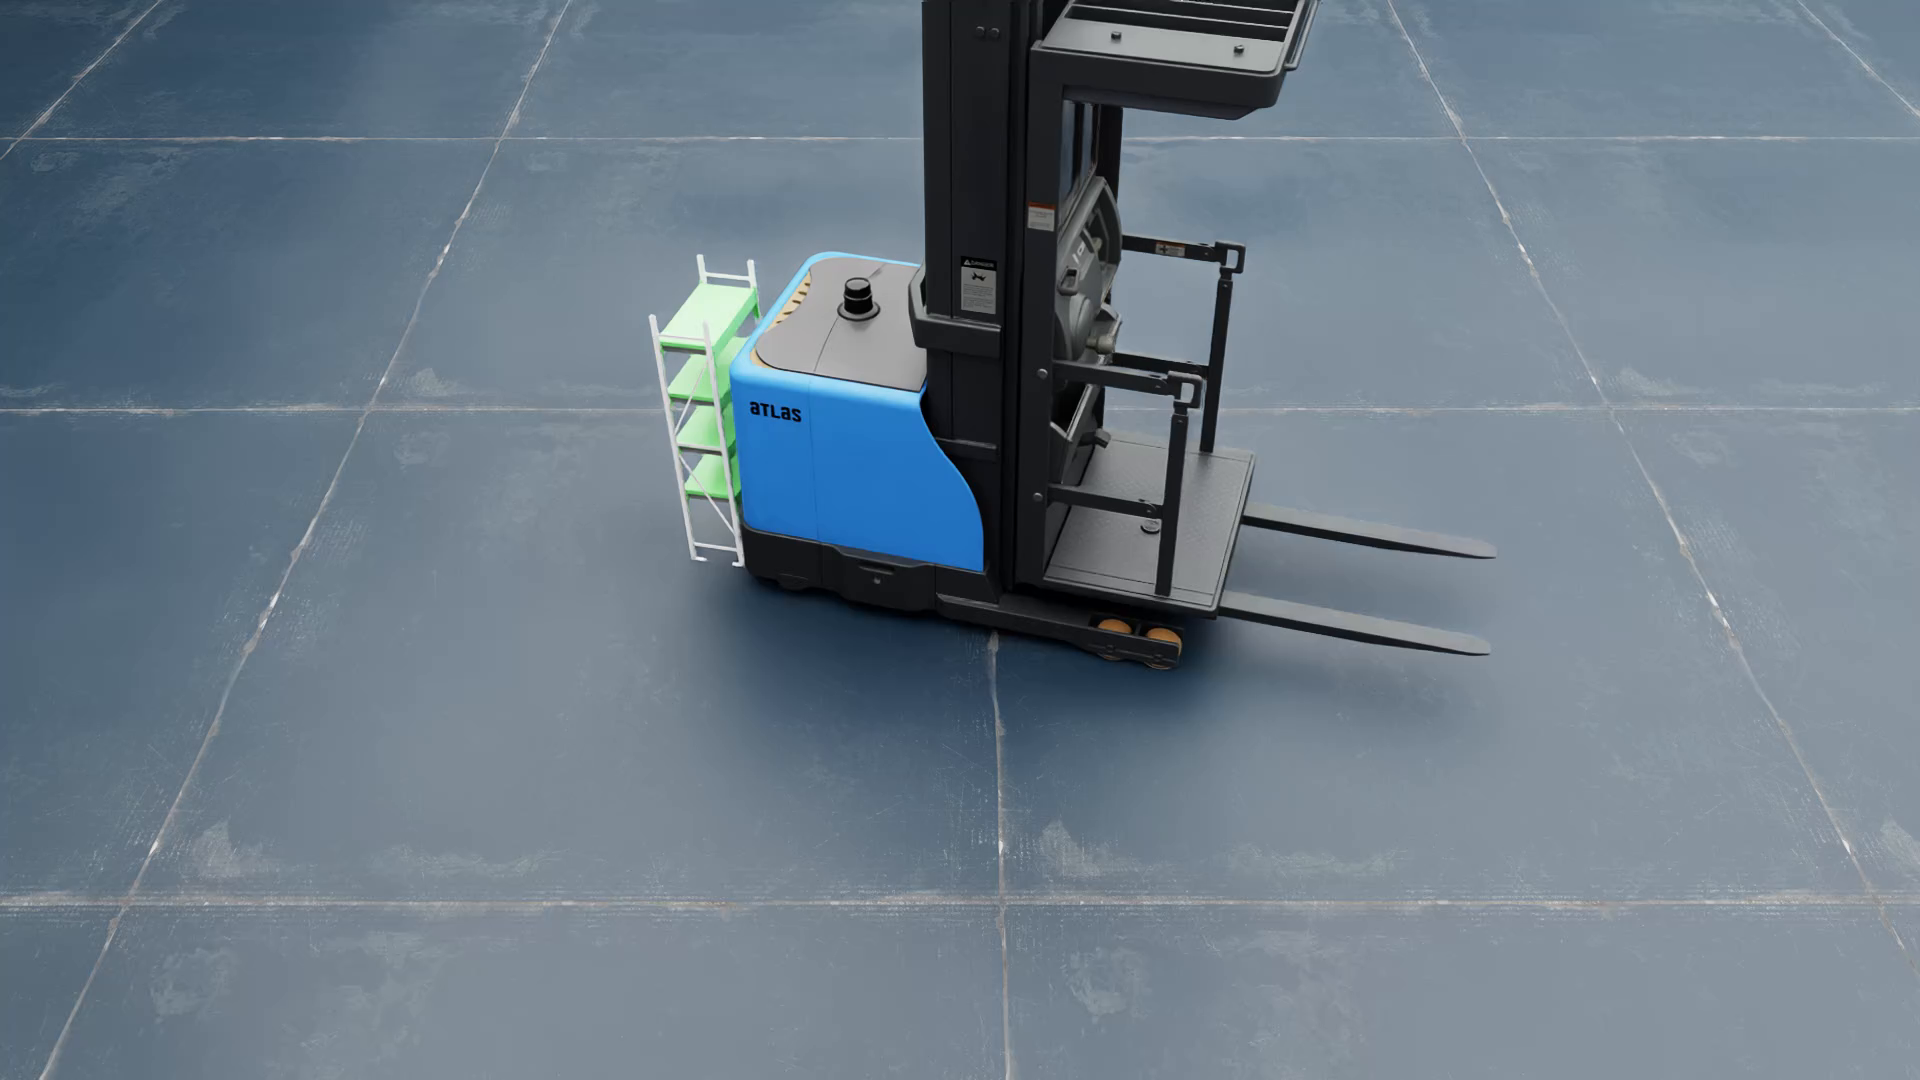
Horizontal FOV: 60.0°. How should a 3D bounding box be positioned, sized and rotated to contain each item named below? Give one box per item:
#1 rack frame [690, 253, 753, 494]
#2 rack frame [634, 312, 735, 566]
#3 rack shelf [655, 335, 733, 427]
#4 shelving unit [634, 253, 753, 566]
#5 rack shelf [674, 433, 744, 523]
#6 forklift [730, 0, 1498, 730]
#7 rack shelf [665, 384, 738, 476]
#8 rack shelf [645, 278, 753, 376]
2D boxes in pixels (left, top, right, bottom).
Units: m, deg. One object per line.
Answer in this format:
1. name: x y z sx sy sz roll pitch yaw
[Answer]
1. rack frame: -0.953 -0.675 7.122 0.240 1.200 0.015 9 39 17
2. rack frame: -1.110 -0.387 6.761 0.240 1.200 0.015 9 39 17
3. rack shelf: -1.041 -0.670 6.834 0.258 0.148 0.480 9 39 17
4. shelving unit: -1.031 -0.531 6.941 0.258 1.200 0.503 9 39 17
5. rack shelf: -1.015 -0.290 7.126 0.258 0.148 0.480 9 39 17
6. forklift: 0.615 -0.922 6.056 3.031 2.935 1.130 19 42 22
7. rack shelf: -1.028 -0.480 6.980 0.258 0.148 0.480 9 39 17
8. rack shelf: -1.054 -0.860 6.688 0.258 0.148 0.480 9 39 17
